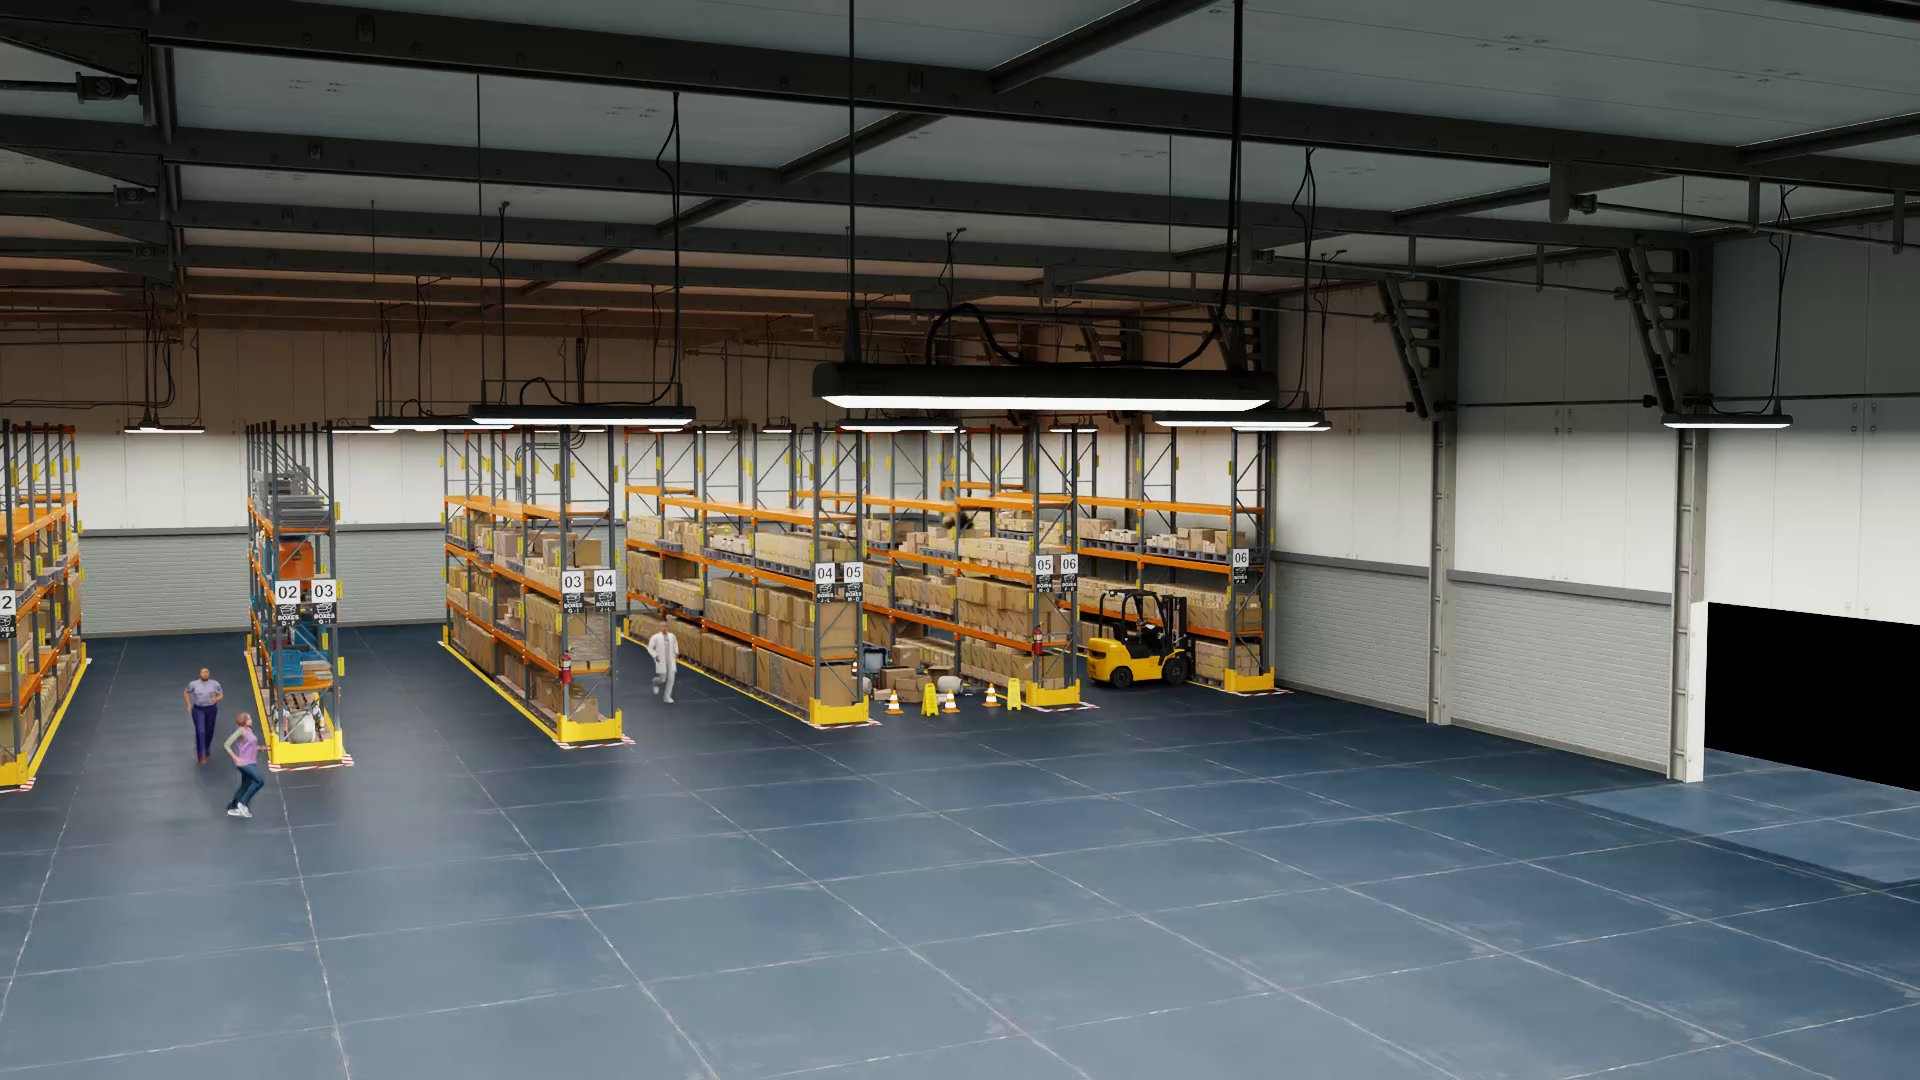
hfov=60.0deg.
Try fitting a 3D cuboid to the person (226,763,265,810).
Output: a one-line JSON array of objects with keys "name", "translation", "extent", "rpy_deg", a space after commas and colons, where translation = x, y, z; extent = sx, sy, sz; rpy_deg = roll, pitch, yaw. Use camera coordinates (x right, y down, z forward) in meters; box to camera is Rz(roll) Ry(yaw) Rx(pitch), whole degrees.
[{"name": "person", "translation": [-10.696, 3.632, 24.902], "extent": [0.583, 0.825, 0.345], "rpy_deg": [-1, 4, -8]}]

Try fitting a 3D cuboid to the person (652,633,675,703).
[{"name": "person", "translation": [-6.356, 2.757, 35.834], "extent": [0.633, 1.476, 0.826], "rpy_deg": [-2, 4, -32]}]

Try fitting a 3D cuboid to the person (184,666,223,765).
[{"name": "person", "translation": [-13.310, 3.076, 29.306], "extent": [0.583, 1.714, 0.775], "rpy_deg": [-3, 4, -36]}]
